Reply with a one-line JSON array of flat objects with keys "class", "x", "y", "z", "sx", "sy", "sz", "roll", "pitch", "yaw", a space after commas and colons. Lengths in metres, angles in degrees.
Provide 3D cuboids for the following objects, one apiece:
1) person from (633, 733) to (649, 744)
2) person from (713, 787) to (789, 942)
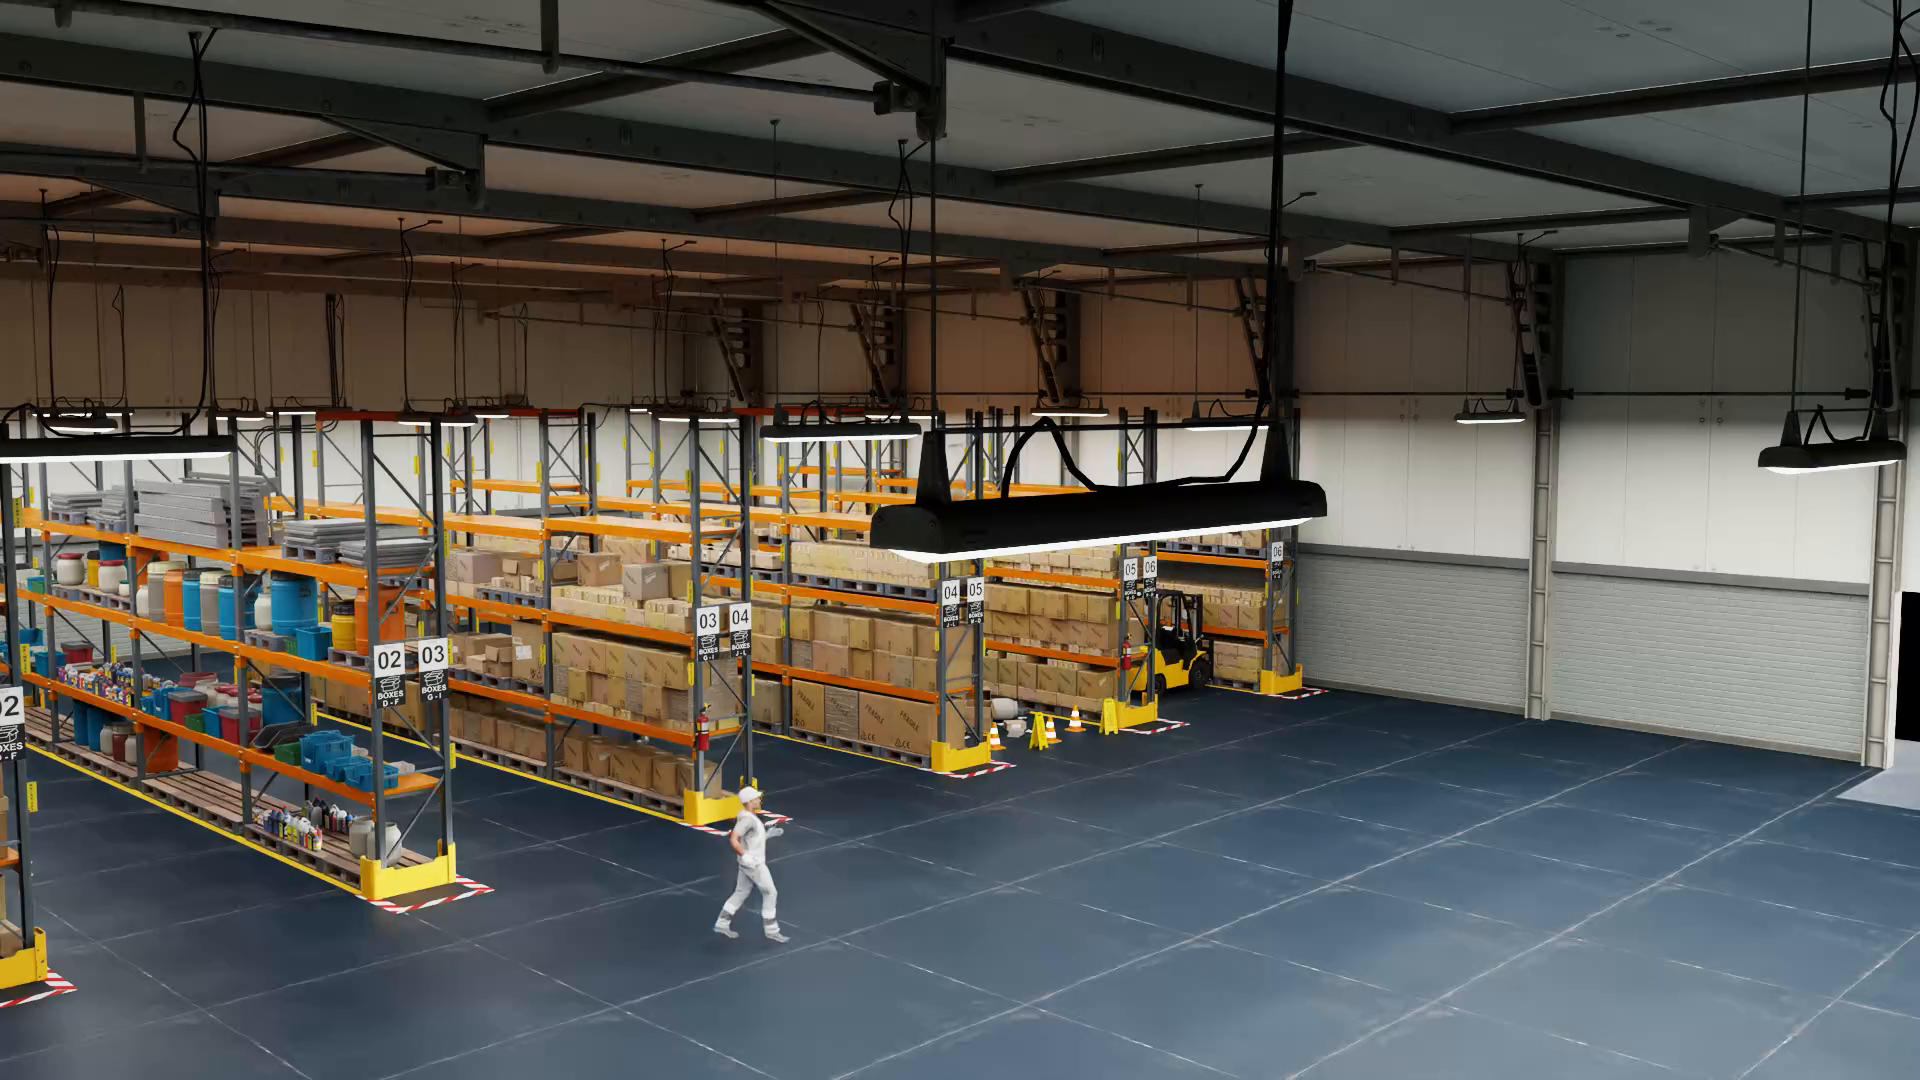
[{"class": "person", "x": -5.646, "y": 2.909, "z": 29.795, "sx": 0.580, "sy": 1.560, "sz": 0.550, "roll": 4, "pitch": 7, "yaw": 40}, {"class": "person", "x": -2.399, "y": 3.728, "z": 19.060, "sx": 0.856, "sy": 1.816, "sz": 0.657, "roll": -2, "pitch": 5, "yaw": -17}]
